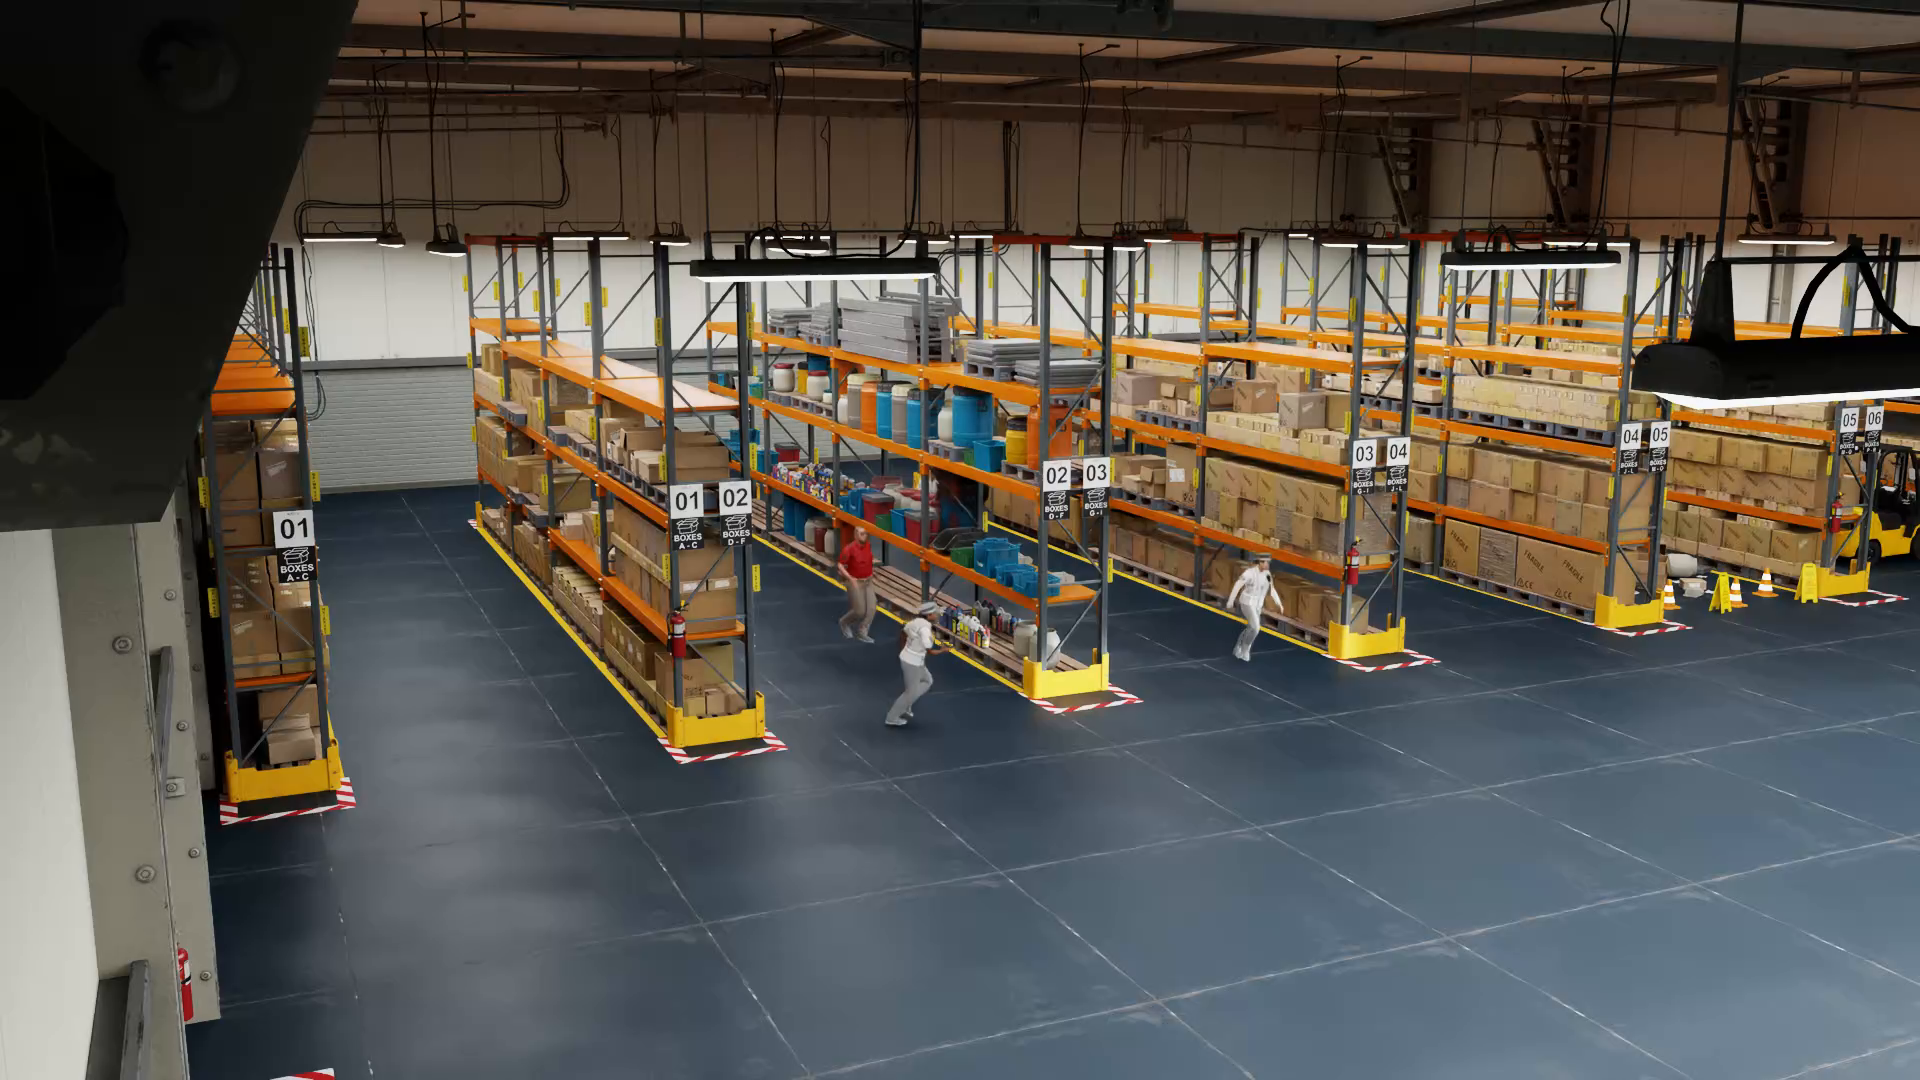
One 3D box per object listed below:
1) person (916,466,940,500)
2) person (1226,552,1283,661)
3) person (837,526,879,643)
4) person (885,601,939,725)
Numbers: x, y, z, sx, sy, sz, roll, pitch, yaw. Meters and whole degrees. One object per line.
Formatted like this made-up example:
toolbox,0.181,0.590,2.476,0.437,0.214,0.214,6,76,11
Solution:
person,-0.649,-0.627,32.045,0.623,1.681,1.059,-7,13,-32
person,4.249,0.946,23.947,0.611,1.598,0.731,-8,13,-35
person,-1.476,0.634,23.965,0.656,1.687,0.631,-10,15,-43
person,-0.611,1.555,20.986,0.694,1.585,0.521,-2,11,-11
